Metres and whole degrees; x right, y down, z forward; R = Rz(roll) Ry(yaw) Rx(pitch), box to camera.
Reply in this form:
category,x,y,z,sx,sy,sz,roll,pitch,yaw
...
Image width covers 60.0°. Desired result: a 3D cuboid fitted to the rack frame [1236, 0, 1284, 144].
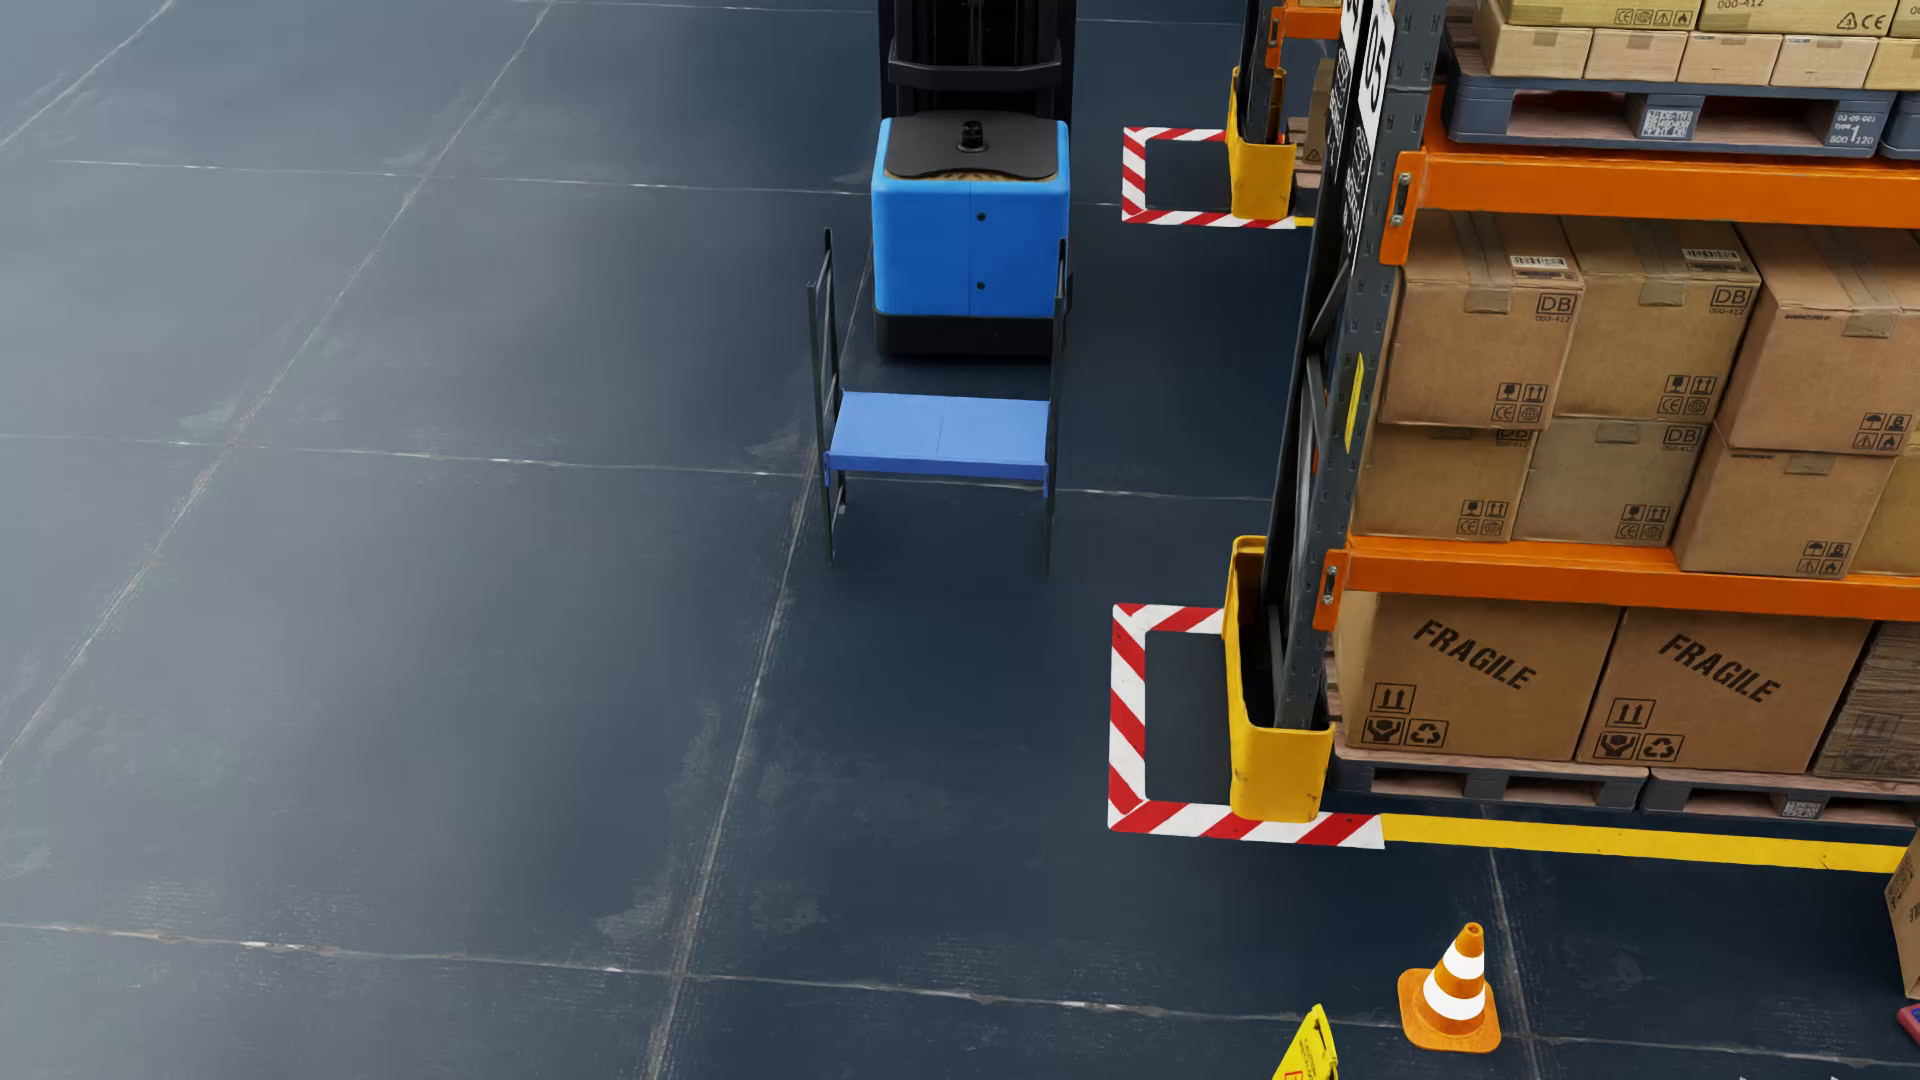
category,x,y,z,sx,sy,sz,roll,pitch,yaw
rack frame,1.846,-3.534,9.886,0.127,3.000,1.000,3,39,4

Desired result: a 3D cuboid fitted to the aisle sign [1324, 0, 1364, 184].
category,x,y,z,sx,sy,sz,roll,pitch,yaw
aisle sign,1.273,-1.621,5.476,0.004,0.787,0.394,3,39,4

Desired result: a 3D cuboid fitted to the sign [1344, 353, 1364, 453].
category,x,y,z,sx,sy,sz,roll,pitch,yaw
sign,1.264,-0.438,5.333,0.005,0.325,0.100,3,39,4

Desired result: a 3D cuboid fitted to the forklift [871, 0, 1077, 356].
category,x,y,z,sx,sy,sz,roll,pitch,yaw
forklift,0.103,-3.043,9.337,1.130,2.935,3.031,1,39,2

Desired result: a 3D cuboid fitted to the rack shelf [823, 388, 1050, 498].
category,x,y,z,sx,sy,sz,roll,pitch,yaw
rack shelf,-0.085,-0.447,7.566,1.000,0.185,0.538,3,39,4

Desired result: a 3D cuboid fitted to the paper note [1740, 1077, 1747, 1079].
category,x,y,z,sx,sy,sz,roll,pitch,yaw
paper note,2.692,1.883,5.584,0.142,0.017,0.144,16,42,19

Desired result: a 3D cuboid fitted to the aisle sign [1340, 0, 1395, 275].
category,x,y,z,sx,sy,sz,roll,pitch,yaw
aisle sign,1.221,-1.243,5.012,0.004,0.787,0.394,3,39,4

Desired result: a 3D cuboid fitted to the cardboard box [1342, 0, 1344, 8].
category,x,y,z,sx,sy,sz,roll,pitch,yaw
cardboard box,2.357,-3.245,9.730,0.250,0.149,0.380,3,39,4

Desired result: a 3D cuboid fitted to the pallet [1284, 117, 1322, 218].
category,x,y,z,sx,sy,sz,roll,pitch,yaw
pallet,2.728,-2.382,10.679,1.213,0.211,1.003,3,39,4

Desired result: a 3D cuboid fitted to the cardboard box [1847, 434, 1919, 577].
category,x,y,z,sx,sy,sz,roll,pitch,yaw
cardboard box,3.319,-0.358,5.865,0.500,0.550,0.875,3,39,4

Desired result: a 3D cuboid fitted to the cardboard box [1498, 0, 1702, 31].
category,x,y,z,sx,sy,sz,roll,pitch,yaw
cardboard box,1.776,-1.654,4.672,0.500,0.250,0.500,3,39,4

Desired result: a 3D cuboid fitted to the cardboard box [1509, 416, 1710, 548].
category,x,y,z,sx,sy,sz,roll,pitch,yaw
cardboard box,2.241,-0.470,6.003,0.550,0.550,0.875,3,39,4

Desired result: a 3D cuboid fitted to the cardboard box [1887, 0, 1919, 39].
category,x,y,z,sx,sy,sz,roll,pitch,yaw
cardboard box,2.785,-1.600,4.606,0.500,0.250,0.500,3,39,3

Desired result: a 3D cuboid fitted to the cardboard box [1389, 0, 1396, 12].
category,x,y,z,sx,sy,sz,roll,pitch,yaw
cardboard box,2.605,-3.222,9.702,0.250,0.149,0.380,3,39,4

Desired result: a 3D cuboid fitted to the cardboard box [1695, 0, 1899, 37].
category,x,y,z,sx,sy,sz,roll,pitch,yaw
cardboard box,2.282,-1.627,4.639,0.500,0.250,0.500,3,39,3

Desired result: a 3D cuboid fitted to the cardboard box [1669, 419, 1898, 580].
category,x,y,z,sx,sy,sz,roll,pitch,yaw
cardboard box,2.788,-0.361,5.869,0.550,0.550,0.875,3,39,4

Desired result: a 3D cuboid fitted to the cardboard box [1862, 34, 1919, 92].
category,x,y,z,sx,sy,sz,roll,pitch,yaw
cardboard box,2.637,-1.412,4.690,0.250,0.149,0.380,3,39,4

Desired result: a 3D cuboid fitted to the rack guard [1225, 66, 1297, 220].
category,x,y,z,sx,sy,sz,roll,pitch,yaw
rack guard,1.922,-2.560,10.670,0.348,0.500,1.175,3,39,4

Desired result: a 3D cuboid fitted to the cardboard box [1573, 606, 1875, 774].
category,x,y,z,sx,sy,sz,roll,pitch,yaw
cardboard box,2.875,0.283,6.547,0.875,0.875,0.875,3,39,3

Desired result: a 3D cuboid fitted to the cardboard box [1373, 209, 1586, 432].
category,x,y,z,sx,sy,sz,roll,pitch,yaw
cardboard box,1.684,-0.852,5.617,0.550,0.550,0.875,3,39,4

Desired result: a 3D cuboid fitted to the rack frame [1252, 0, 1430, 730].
category,x,y,z,sx,sy,sz,roll,pitch,yaw
rack frame,1.317,-0.420,6.060,0.127,3.000,1.000,3,39,4

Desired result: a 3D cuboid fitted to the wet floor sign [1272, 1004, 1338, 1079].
category,x,y,z,sx,sy,sz,roll,pitch,yaw
wet floor sign,1.118,1.737,5.275,0.232,0.644,0.267,-3,39,-4

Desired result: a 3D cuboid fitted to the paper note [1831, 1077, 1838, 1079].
category,x,y,z,sx,sy,sz,roll,pitch,yaw
paper note,3.012,1.859,5.629,0.123,0.001,0.032,24,45,26

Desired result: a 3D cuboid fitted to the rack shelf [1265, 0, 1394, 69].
category,x,y,z,sx,sy,sz,roll,pitch,yaw
rack shelf,3.839,-3.146,9.979,4.000,0.370,1.077,3,39,4

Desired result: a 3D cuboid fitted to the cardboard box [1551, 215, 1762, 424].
category,x,y,z,sx,sy,sz,roll,pitch,yaw
cardboard box,2.240,-0.880,5.652,0.550,0.550,0.875,3,39,4

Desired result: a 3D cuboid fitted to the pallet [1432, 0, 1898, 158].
category,x,y,z,sx,sy,sz,roll,pitch,yaw
pallet,2.057,-1.515,5.100,1.213,0.211,1.003,3,39,4

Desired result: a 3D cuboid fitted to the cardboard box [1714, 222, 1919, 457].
category,x,y,z,sx,sy,sz,roll,pitch,yaw
cardboard box,2.786,-0.764,5.509,0.550,0.550,0.875,3,39,4

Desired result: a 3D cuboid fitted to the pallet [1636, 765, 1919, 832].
category,x,y,z,sx,sy,sz,roll,pitch,yaw
pallet,3.333,0.724,6.864,1.213,0.211,1.003,3,39,4

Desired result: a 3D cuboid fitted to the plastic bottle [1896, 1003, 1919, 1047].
category,x,y,z,sx,sy,sz,roll,pitch,yaw
plastic bottle,3.386,1.735,5.741,0.133,0.061,0.283,-10,40,-12

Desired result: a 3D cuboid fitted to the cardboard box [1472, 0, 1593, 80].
category,x,y,z,sx,sy,sz,roll,pitch,yaw
cardboard box,1.631,-1.467,4.758,0.250,0.149,0.380,3,39,4

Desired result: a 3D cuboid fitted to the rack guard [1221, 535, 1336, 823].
category,x,y,z,sx,sy,sz,roll,pitch,yaw
rack guard,1.293,0.548,6.851,0.348,0.500,1.175,3,39,4

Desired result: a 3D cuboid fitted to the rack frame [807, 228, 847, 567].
category,x,y,z,sx,sy,sz,roll,pitch,yaw
rack frame,-0.591,-0.614,7.487,0.032,1.500,0.500,3,39,4

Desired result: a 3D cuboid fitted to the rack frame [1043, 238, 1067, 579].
category,x,y,z,sx,sy,sz,roll,pitch,yaw
rack frame,0.421,-0.559,7.419,0.032,1.500,0.500,3,39,4

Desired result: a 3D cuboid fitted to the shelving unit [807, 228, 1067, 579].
category,x,y,z,sx,sy,sz,roll,pitch,yaw
shelving unit,-0.085,-0.586,7.453,1.048,1.500,0.538,3,39,4

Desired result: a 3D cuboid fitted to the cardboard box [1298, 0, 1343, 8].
category,x,y,z,sx,sy,sz,roll,pitch,yaw
cardboard box,2.109,-3.271,9.762,0.250,0.149,0.380,3,39,4

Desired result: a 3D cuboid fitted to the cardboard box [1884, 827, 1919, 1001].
category,x,y,z,sx,sy,sz,roll,pitch,yaw
cardboard box,3.667,1.327,5.892,0.500,0.500,0.500,10,40,12

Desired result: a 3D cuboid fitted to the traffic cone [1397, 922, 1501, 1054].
category,x,y,z,sx,sy,sz,roll,pitch,yaw
traffic cone,1.724,1.486,5.728,0.334,0.463,0.336,3,39,4

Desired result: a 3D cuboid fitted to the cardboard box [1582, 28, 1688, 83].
category,x,y,z,sx,sy,sz,roll,pitch,yaw
cardboard box,1.885,-1.454,4.741,0.250,0.149,0.380,3,39,4

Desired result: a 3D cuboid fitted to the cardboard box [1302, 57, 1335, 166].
category,x,y,z,sx,sy,sz,roll,pitch,yaw
cardboard box,2.467,-2.683,10.488,0.500,0.500,0.500,10,40,12

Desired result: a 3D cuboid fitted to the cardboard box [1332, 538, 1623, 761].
category,x,y,z,sx,sy,sz,roll,pitch,yaw
cardboard box,1.999,0.237,6.604,0.875,0.875,0.875,3,39,4

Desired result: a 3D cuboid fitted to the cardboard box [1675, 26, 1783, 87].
category,x,y,z,sx,sy,sz,roll,pitch,yaw
cardboard box,2.135,-1.440,4.724,0.250,0.149,0.380,3,39,4

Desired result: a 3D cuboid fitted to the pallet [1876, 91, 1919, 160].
category,x,y,z,sx,sy,sz,roll,pitch,yaw
pallet,3.276,-1.450,5.020,1.213,0.211,1.003,3,39,4

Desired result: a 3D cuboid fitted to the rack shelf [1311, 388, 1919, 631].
category,x,y,z,sx,sy,sz,roll,pitch,yaw
rack shelf,3.310,-0.032,6.153,4.000,0.370,1.077,3,39,4

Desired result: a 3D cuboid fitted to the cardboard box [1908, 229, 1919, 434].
category,x,y,z,sx,sy,sz,roll,pitch,yaw
cardboard box,3.325,-0.817,5.574,0.500,0.550,0.875,3,39,4

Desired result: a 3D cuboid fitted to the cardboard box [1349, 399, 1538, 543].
category,x,y,z,sx,sy,sz,roll,pitch,yaw
cardboard box,1.691,-0.486,6.023,0.550,0.550,0.875,3,39,4

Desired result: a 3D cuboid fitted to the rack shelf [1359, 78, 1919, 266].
category,x,y,z,sx,sy,sz,roll,pitch,yaw
rack shelf,3.310,-1.195,5.207,4.000,0.370,1.077,3,39,4

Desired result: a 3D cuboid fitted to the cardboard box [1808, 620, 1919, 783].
category,x,y,z,sx,sy,sz,roll,pitch,yaw
cardboard box,3.784,0.334,6.484,0.875,0.875,0.875,3,39,4

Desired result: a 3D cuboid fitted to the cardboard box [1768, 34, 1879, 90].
category,x,y,z,sx,sy,sz,roll,pitch,yaw
cardboard box,2.387,-1.426,4.708,0.250,0.149,0.380,3,39,4

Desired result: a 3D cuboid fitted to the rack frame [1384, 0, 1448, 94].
category,x,y,z,sx,sy,sz,roll,pitch,yaw
rack frame,1.317,-2.747,4.166,0.127,3.000,1.000,3,39,4

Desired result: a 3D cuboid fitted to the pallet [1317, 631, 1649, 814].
category,x,y,z,sx,sy,sz,roll,pitch,yaw
pallet,2.121,0.656,6.947,1.213,0.211,1.003,3,39,4
